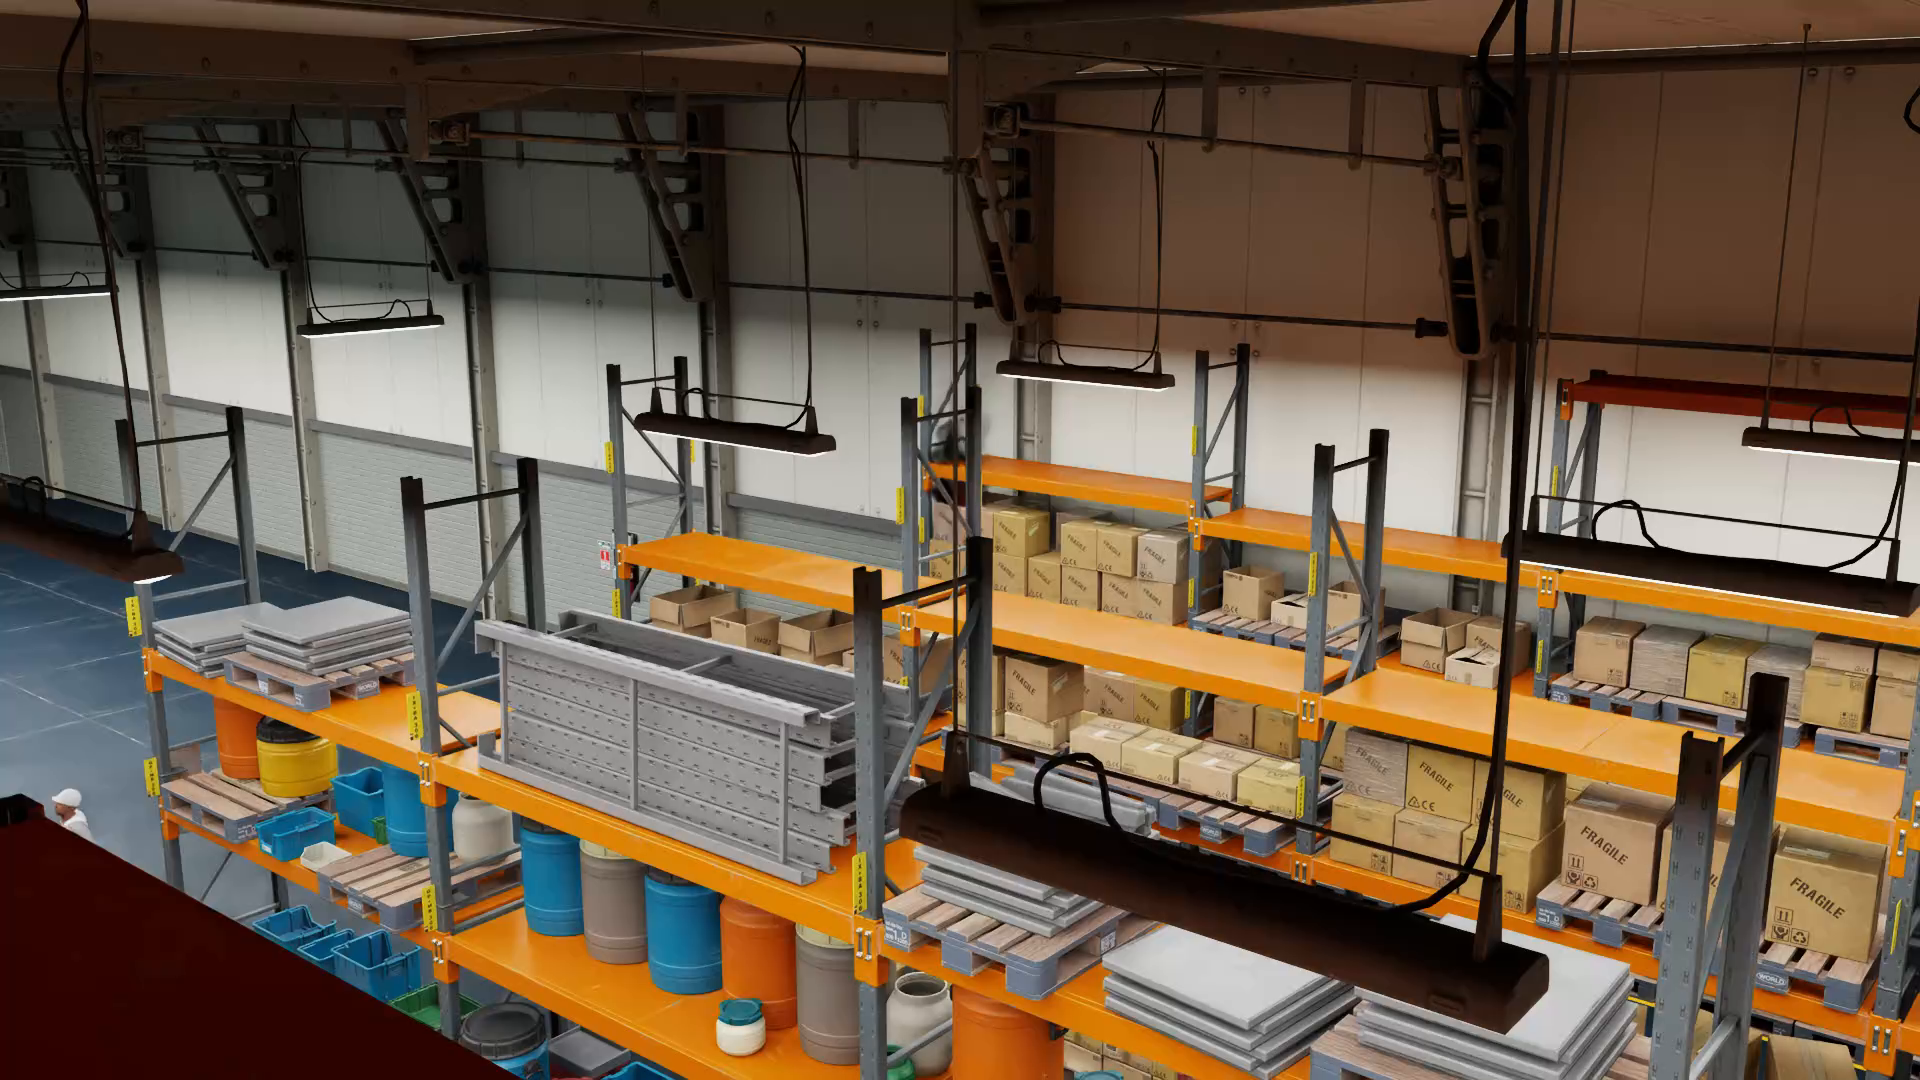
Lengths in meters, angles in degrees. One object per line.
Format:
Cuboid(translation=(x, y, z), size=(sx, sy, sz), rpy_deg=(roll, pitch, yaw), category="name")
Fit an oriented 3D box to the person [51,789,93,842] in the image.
Cuboid(translation=(-9.220, 3.413, 17.155), size=(0.589, 1.737, 0.669), rpy_deg=(-6, 14, -25), category="person")
